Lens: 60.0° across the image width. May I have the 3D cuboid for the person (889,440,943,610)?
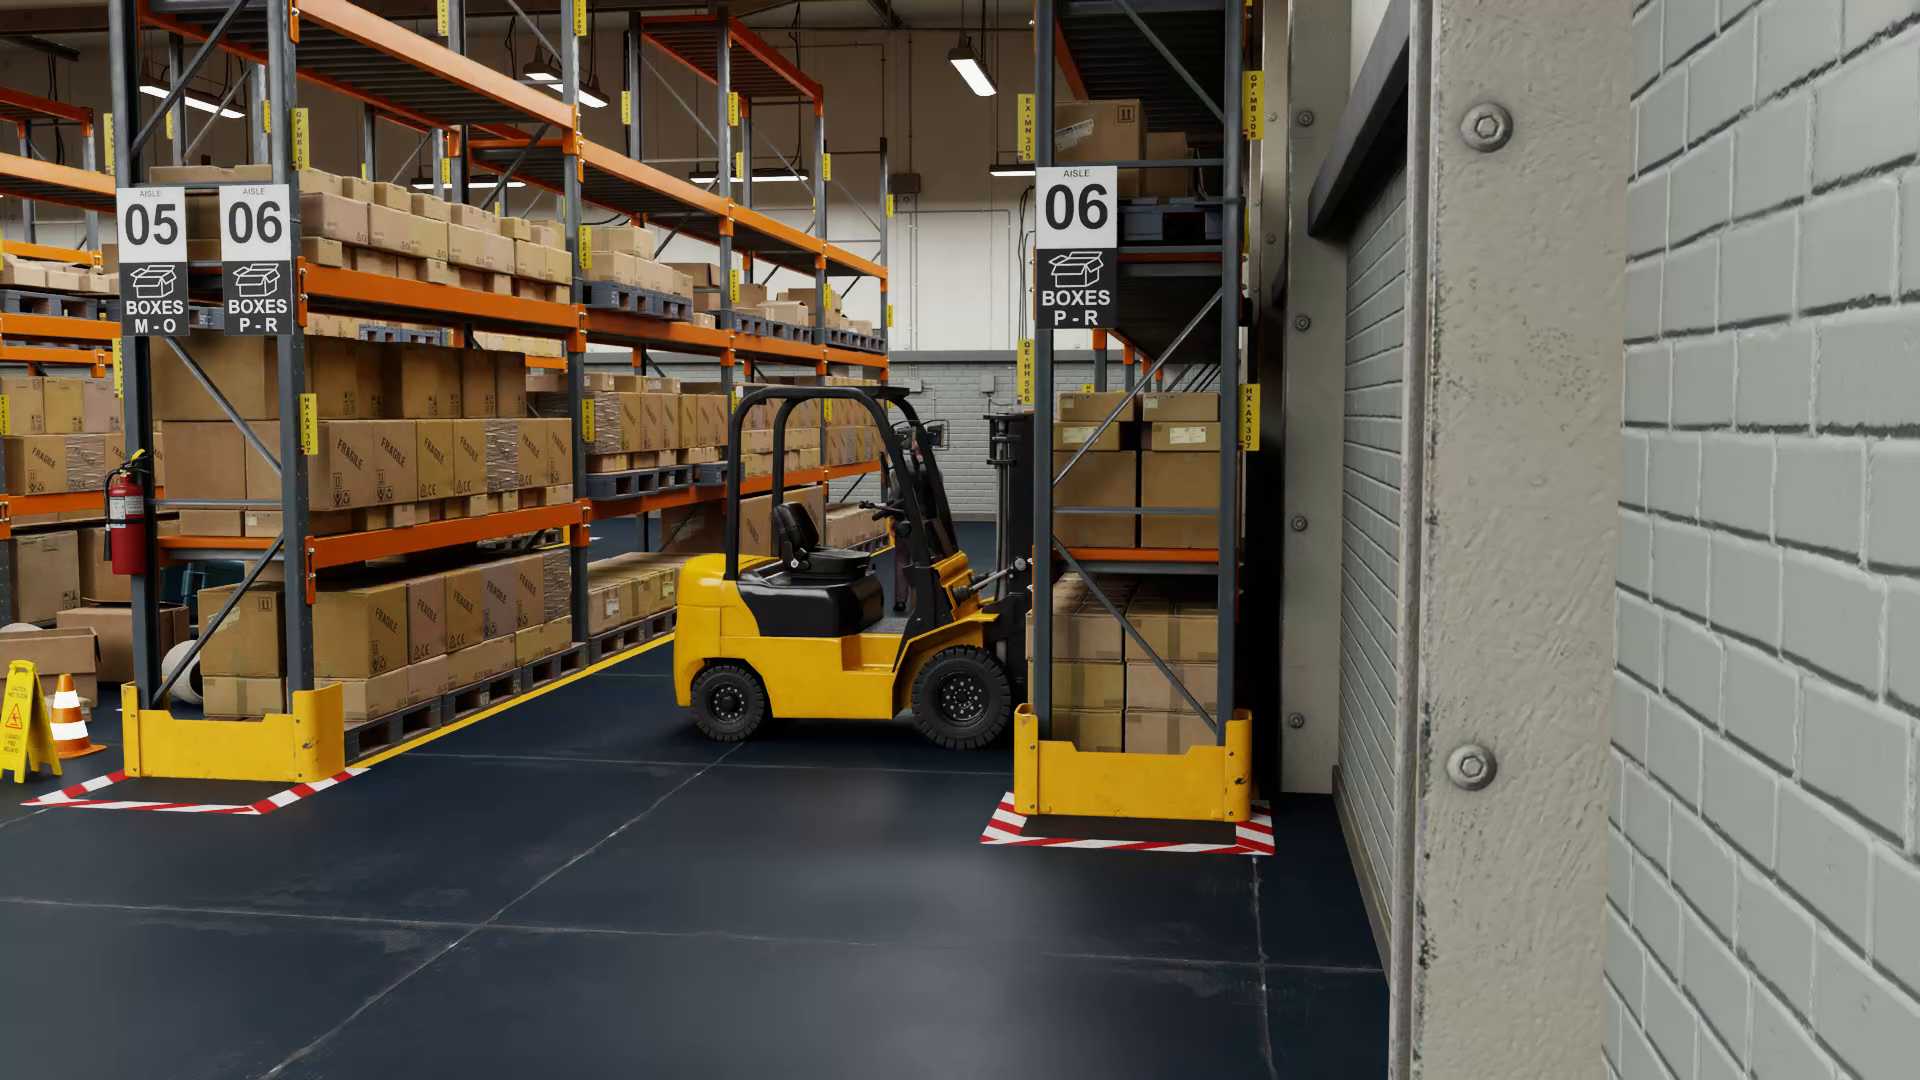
[{"bbox_3d":[-0.427,-0.150,16.675,0.557,1.752,0.446,0,4,3],"label":"person"}]
